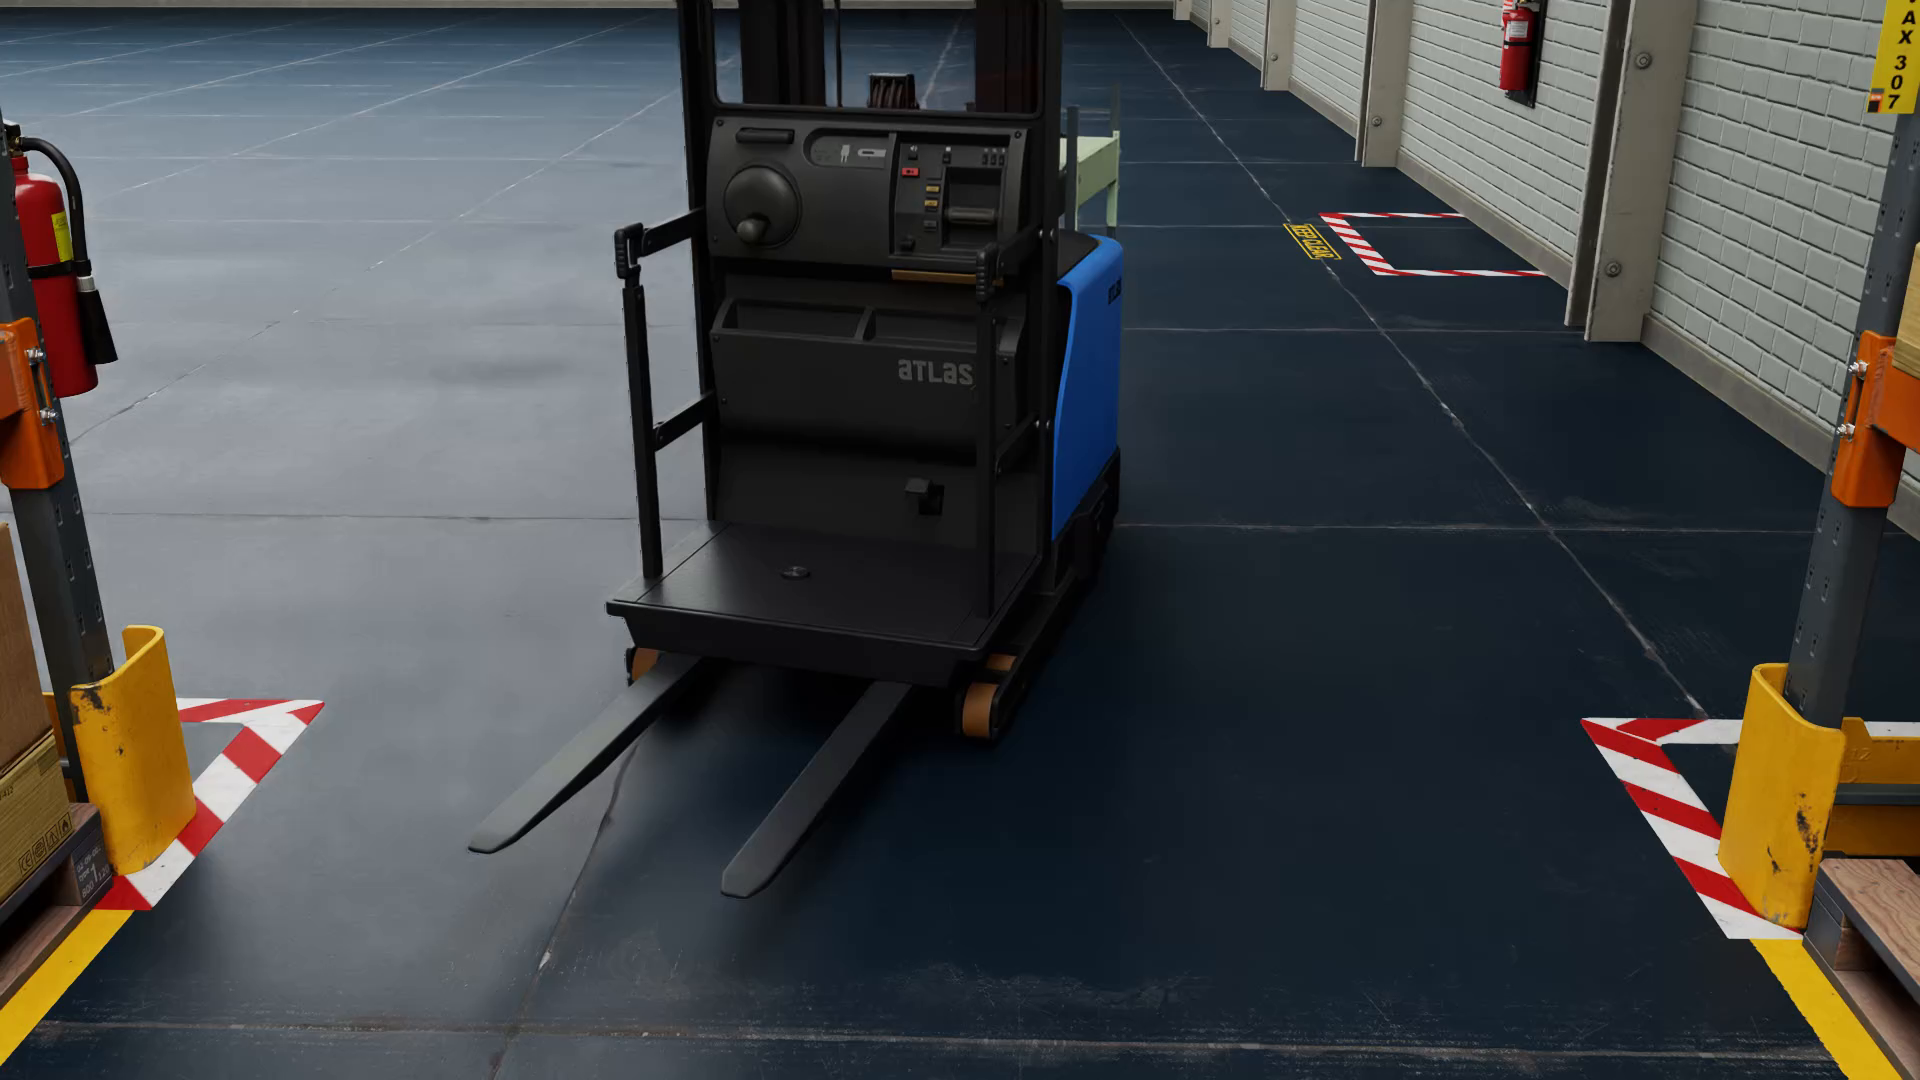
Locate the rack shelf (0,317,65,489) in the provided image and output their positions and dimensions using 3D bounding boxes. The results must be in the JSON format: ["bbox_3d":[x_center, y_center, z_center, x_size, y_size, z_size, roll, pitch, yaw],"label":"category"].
[{"bbox_3d":[-2.592,0.403,1.839,1.077,0.370,4.000,1,21,2],"label":"rack shelf"}]

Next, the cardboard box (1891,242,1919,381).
[{"bbox_3d":[2.088,-0.369,3.014,0.500,0.250,0.500,0,21,0],"label":"cardboard box"}]

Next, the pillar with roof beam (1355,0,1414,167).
[{"bbox_3d":[-0.674,-7.523,12.978,9.100,9.000,0.400,1,21,2],"label":"pillar with roof beam"}]

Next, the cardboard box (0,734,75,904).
[{"bbox_3d":[-2.252,0.627,3.486,0.500,0.250,0.500,1,21,2],"label":"cardboard box"}]

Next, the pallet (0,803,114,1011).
[{"bbox_3d":[-2.512,0.921,3.363,1.003,0.211,1.213,1,21,2],"label":"pallet"}]

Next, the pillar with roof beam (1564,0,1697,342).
[{"bbox_3d":[-0.857,-5.354,7.387,9.100,9.000,0.400,1,21,2],"label":"pillar with roof beam"}]

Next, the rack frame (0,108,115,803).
[{"bbox_3d":[-2.531,-0.656,3.573,1.000,3.000,0.127,1,21,2],"label":"rack frame"}]

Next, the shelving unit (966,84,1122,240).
[{"bbox_3d":[0.322,-0.953,6.412,0.431,1.500,0.755,6,22,16],"label":"shelving unit"}]

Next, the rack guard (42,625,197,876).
[{"bbox_3d":[-2.530,0.501,4.047,1.175,0.500,0.348,1,21,2],"label":"rack guard"}]

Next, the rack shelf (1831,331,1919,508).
[{"bbox_3d":[2.360,0.456,1.702,1.077,0.370,4.000,1,21,2],"label":"rack shelf"}]

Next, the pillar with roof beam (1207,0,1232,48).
[{"bbox_3d":[-0.309,-11.862,24.160,9.100,9.000,0.400,1,21,2],"label":"pillar with roof beam"}]

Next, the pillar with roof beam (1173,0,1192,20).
[{"bbox_3d":[-0.127,-14.031,29.751,9.100,9.000,0.400,1,21,2],"label":"pillar with roof beam"}]

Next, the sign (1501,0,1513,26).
[{"bbox_3d":[3.679,-3.618,11.158,0.001,0.329,0.234,1,21,2],"label":"sign"}]

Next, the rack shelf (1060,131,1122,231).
[{"bbox_3d":[0.322,-1.317,6.271,0.431,0.370,0.720,6,22,16],"label":"rack shelf"}]

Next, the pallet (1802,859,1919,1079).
[{"bbox_3d":[2.358,1.018,3.113,1.003,0.211,1.213,1,21,2],"label":"pallet"}]

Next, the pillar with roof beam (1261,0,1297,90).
[{"bbox_3d":[-0.492,-9.693,18.569,9.100,9.000,0.400,1,21,2],"label":"pillar with roof beam"}]

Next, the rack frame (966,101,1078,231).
[{"bbox_3d":[0.216,-0.826,6.085,0.400,1.500,0.023,6,22,16],"label":"rack frame"}]

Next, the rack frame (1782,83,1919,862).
[{"bbox_3d":[2.420,-0.603,3.436,1.000,3.000,0.127,1,21,2],"label":"rack frame"}]

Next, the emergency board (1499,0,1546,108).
[{"bbox_3d":[3.560,-3.403,10.652,0.194,1.169,0.643,1,21,2],"label":"emergency board"}]

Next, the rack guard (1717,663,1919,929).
[{"bbox_3d":[2.418,0.590,3.817,1.175,0.500,0.348,1,21,2],"label":"rack guard"}]

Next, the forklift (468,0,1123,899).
[{"bbox_3d":[-0.330,-0.969,4.475,1.130,2.935,3.031,6,22,16],"label":"forklift"}]

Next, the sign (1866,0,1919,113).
[{"bbox_3d":[1.878,-1.012,3.294,0.100,0.325,0.005,1,21,2],"label":"sign"}]

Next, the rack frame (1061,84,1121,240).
[{"bbox_3d":[0.427,-1.080,6.739,0.400,1.500,0.023,6,22,16],"label":"rack frame"}]

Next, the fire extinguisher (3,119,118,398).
[{"bbox_3d":[-2.063,-0.658,3.684,0.296,0.674,0.183,1,21,2],"label":"fire extinguisher"}]

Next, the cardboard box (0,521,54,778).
[{"bbox_3d":[-2.250,0.278,3.350,0.500,0.500,0.500,1,21,2],"label":"cardboard box"}]
